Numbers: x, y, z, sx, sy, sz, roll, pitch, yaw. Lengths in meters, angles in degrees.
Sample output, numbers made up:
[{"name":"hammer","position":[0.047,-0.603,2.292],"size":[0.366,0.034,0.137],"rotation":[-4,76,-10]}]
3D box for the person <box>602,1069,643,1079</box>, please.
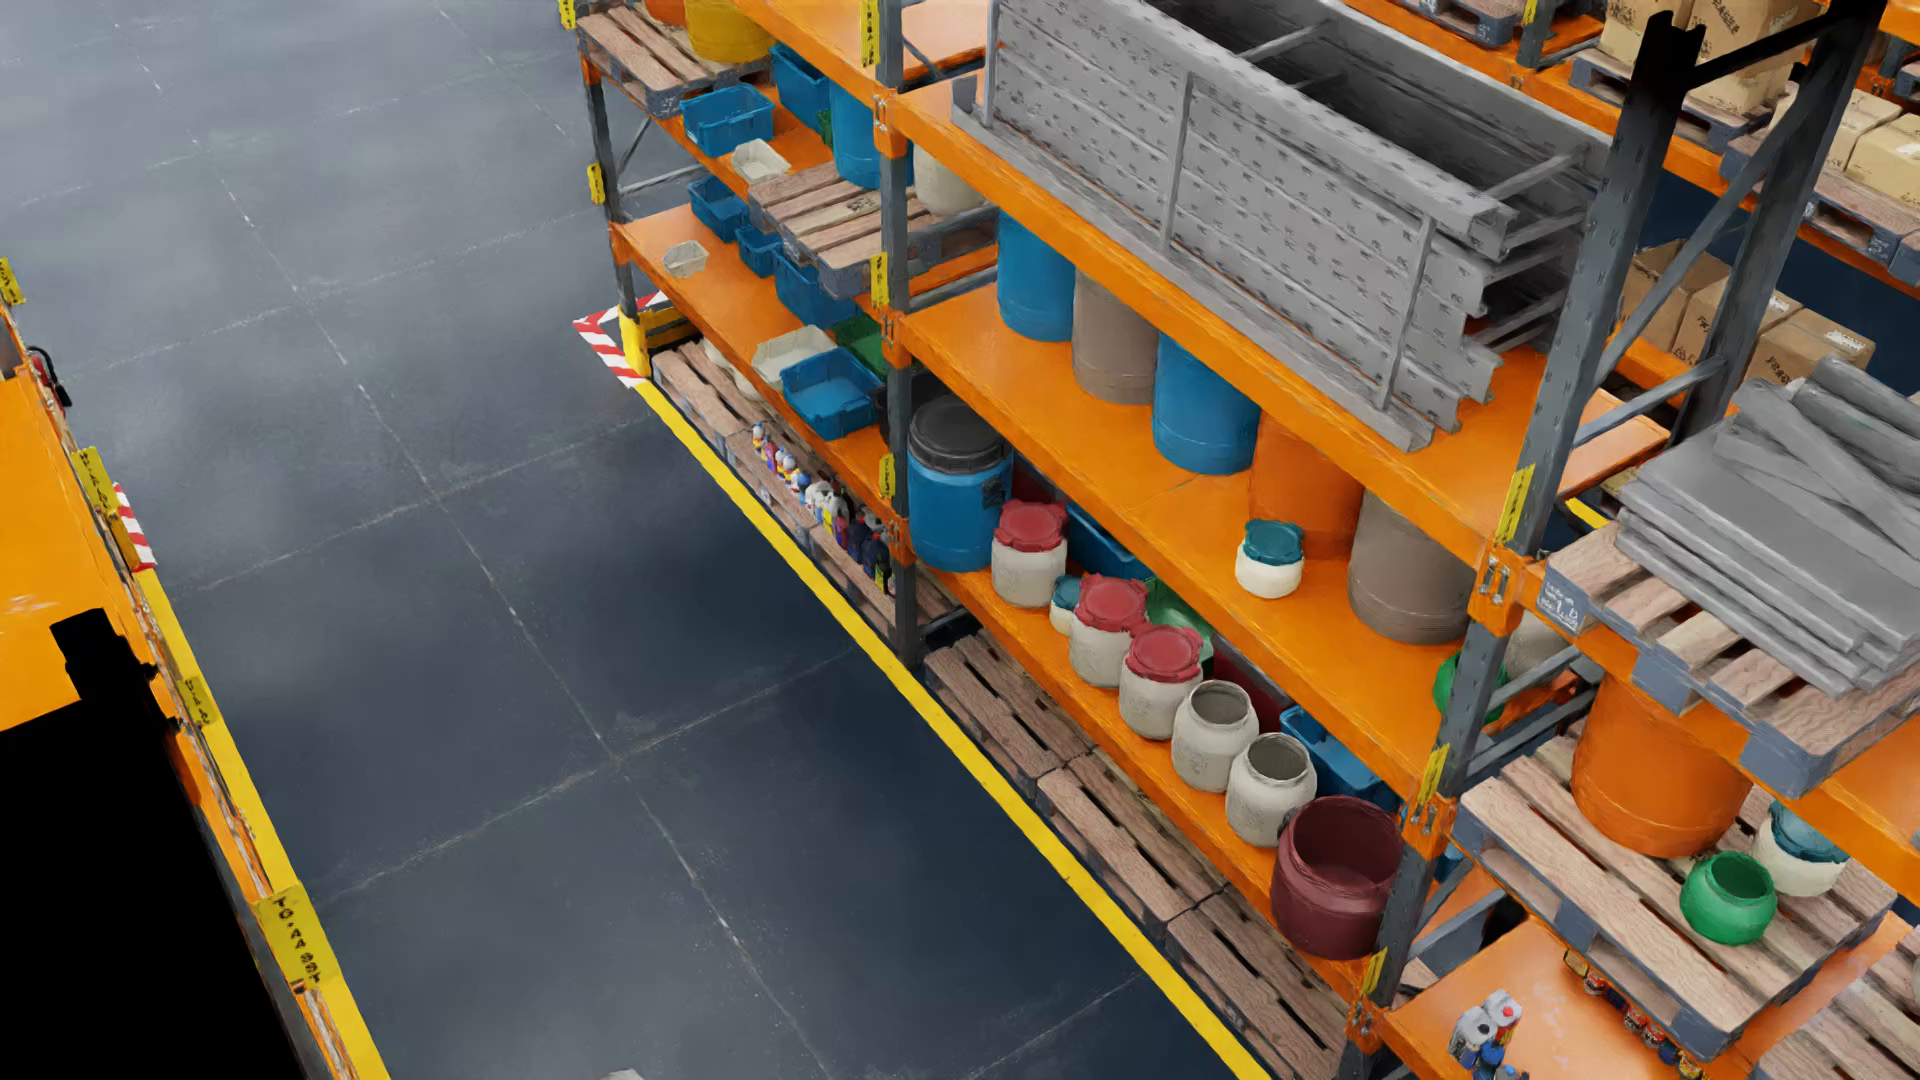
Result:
[{"name":"person","position":[-1.373,2.903,7.407],"size":[0.495,1.589,1.086],"rotation":[-23,47,-23]}]
